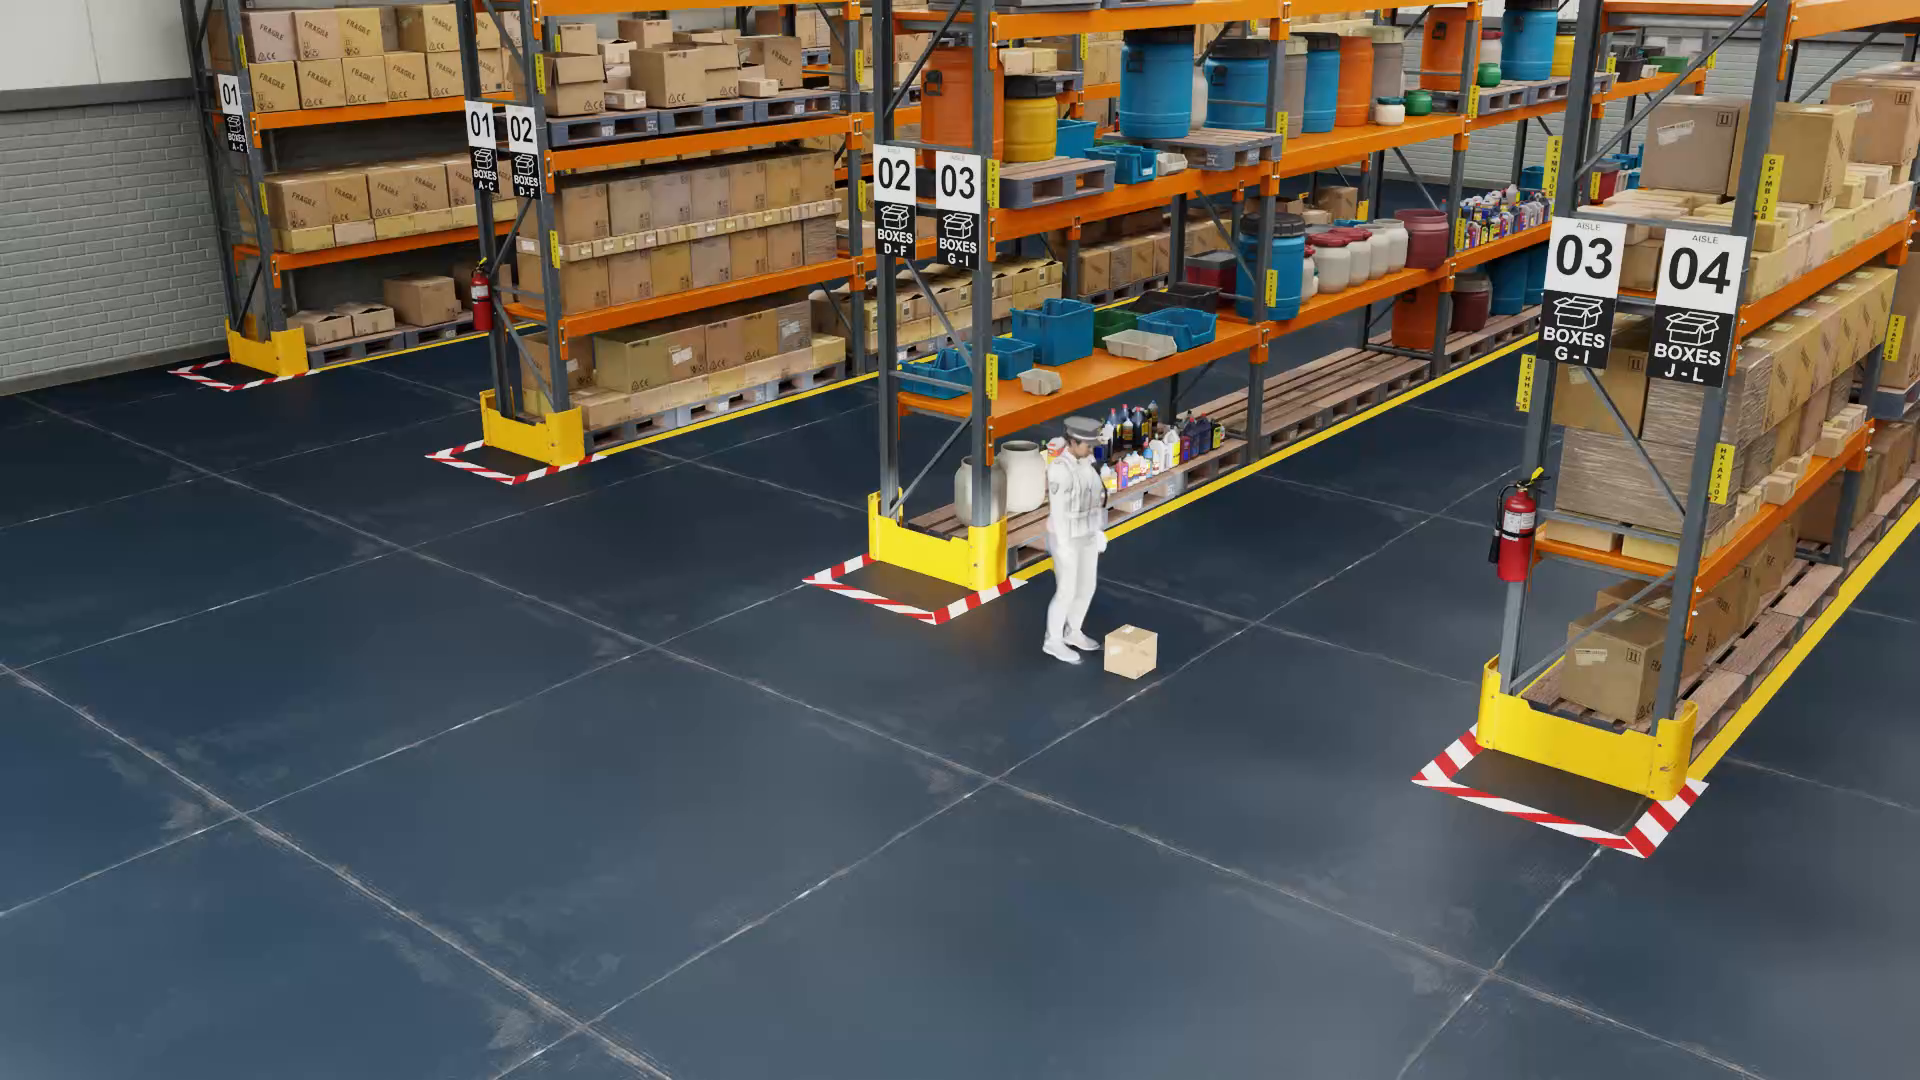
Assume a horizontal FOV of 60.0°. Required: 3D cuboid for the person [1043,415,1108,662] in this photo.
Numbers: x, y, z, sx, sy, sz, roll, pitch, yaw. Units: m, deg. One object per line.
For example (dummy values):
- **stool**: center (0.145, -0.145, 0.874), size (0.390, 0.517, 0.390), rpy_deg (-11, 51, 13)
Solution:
- **person**: center (0.778, -0.023, 11.155), size (0.327, 1.660, 0.474), rpy_deg (17, 26, 37)
